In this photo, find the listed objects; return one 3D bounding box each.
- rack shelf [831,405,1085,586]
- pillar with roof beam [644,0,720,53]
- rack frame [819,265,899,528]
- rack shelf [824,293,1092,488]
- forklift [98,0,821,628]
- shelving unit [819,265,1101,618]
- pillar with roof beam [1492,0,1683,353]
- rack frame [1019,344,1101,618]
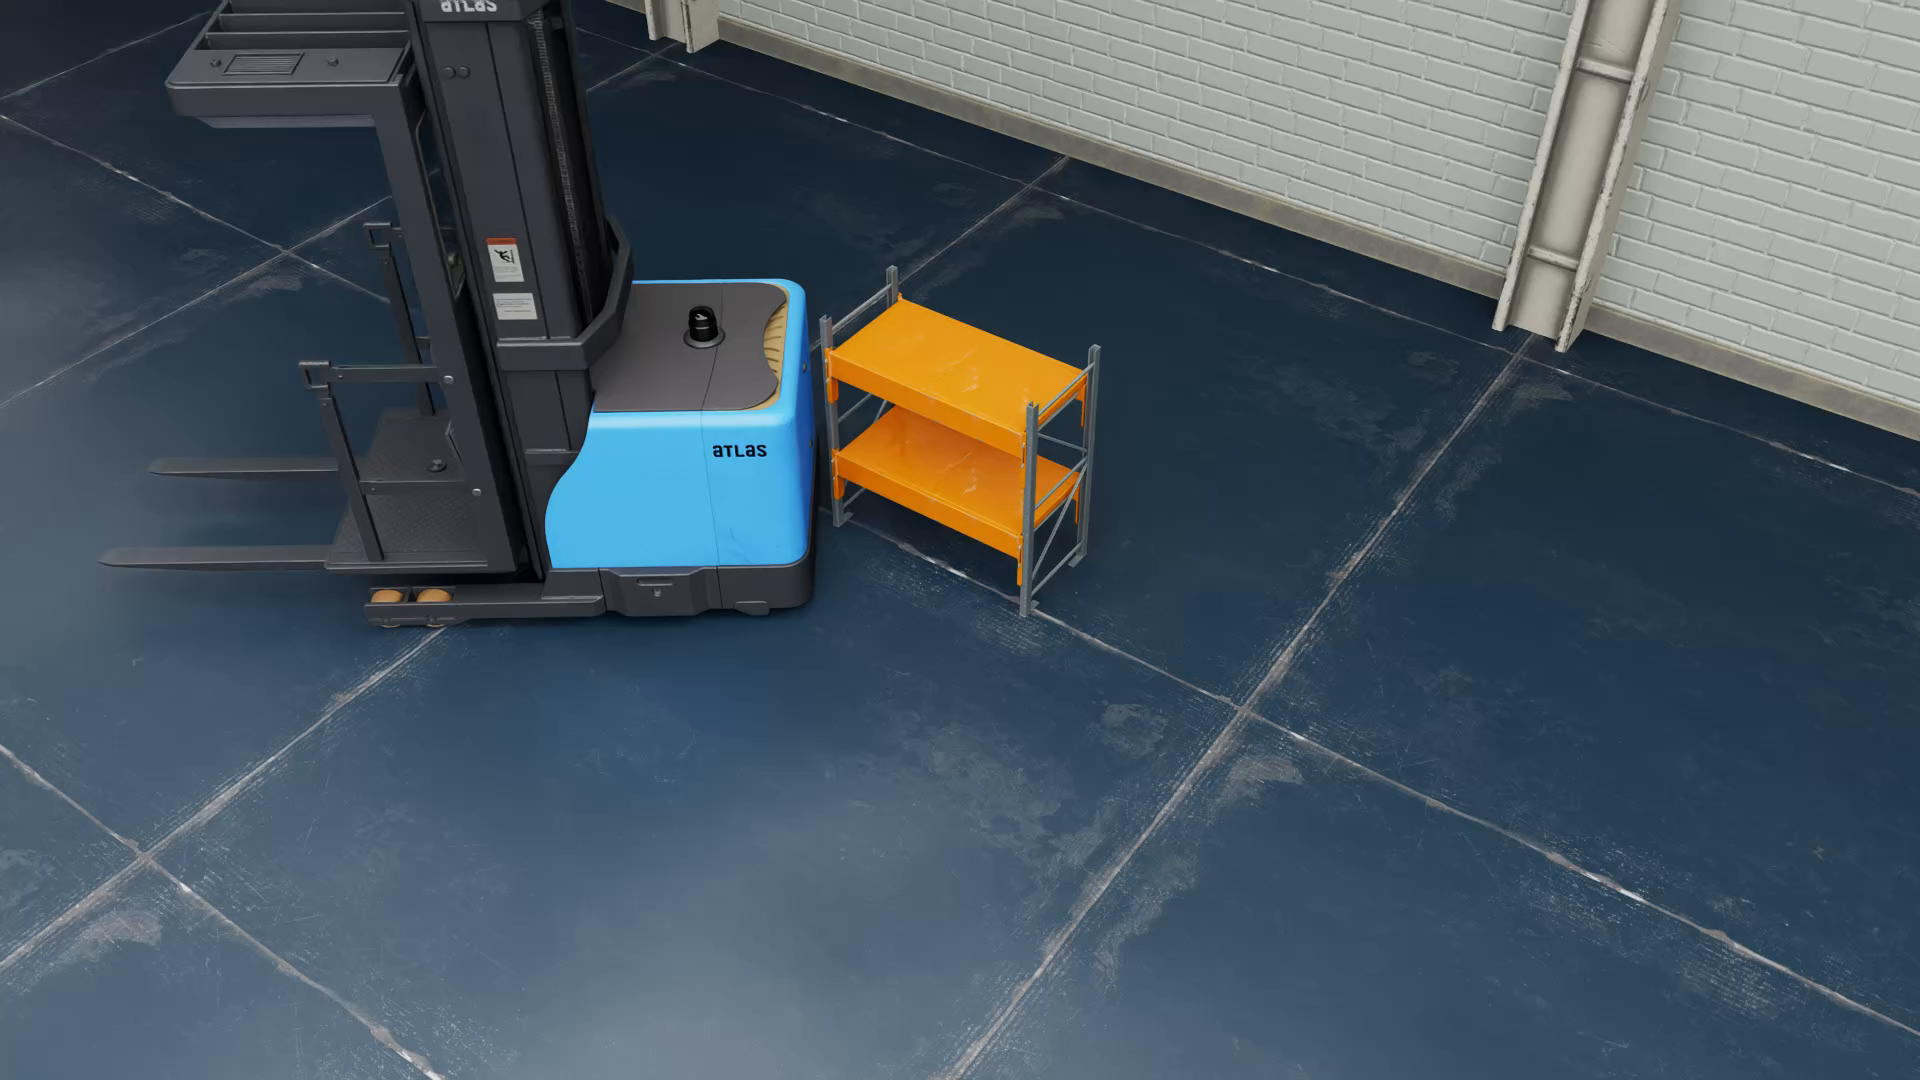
[{"bbox_3d":[-0.006,-0.240,7.289,1.000,0.278,0.538,25,48,25],"label":"rack shelf"},{"bbox_3d":[-4.340,-4.424,5.694,0.400,9.000,9.100,25,48,25],"label":"pillar with roof beam"},{"bbox_3d":[-0.422,-0.616,7.344,0.032,1.125,0.500,25,48,25],"label":"rack frame"},{"bbox_3d":[-0.006,-0.640,6.931,1.000,0.278,0.538,25,48,25],"label":"rack shelf"},{"bbox_3d":[-2.155,-1.078,6.505,3.031,2.935,1.130,-1,42,-1],"label":"forklift"},{"bbox_3d":[-0.006,-0.422,7.126,1.048,1.125,0.538,25,48,25],"label":"shelving unit"},{"bbox_3d":[0.573,-2.127,3.127,0.400,9.000,9.100,25,48,25],"label":"pillar with roof beam"},{"bbox_3d":[0.411,-0.227,6.909,0.032,1.125,0.500,25,48,25],"label":"rack frame"}]
